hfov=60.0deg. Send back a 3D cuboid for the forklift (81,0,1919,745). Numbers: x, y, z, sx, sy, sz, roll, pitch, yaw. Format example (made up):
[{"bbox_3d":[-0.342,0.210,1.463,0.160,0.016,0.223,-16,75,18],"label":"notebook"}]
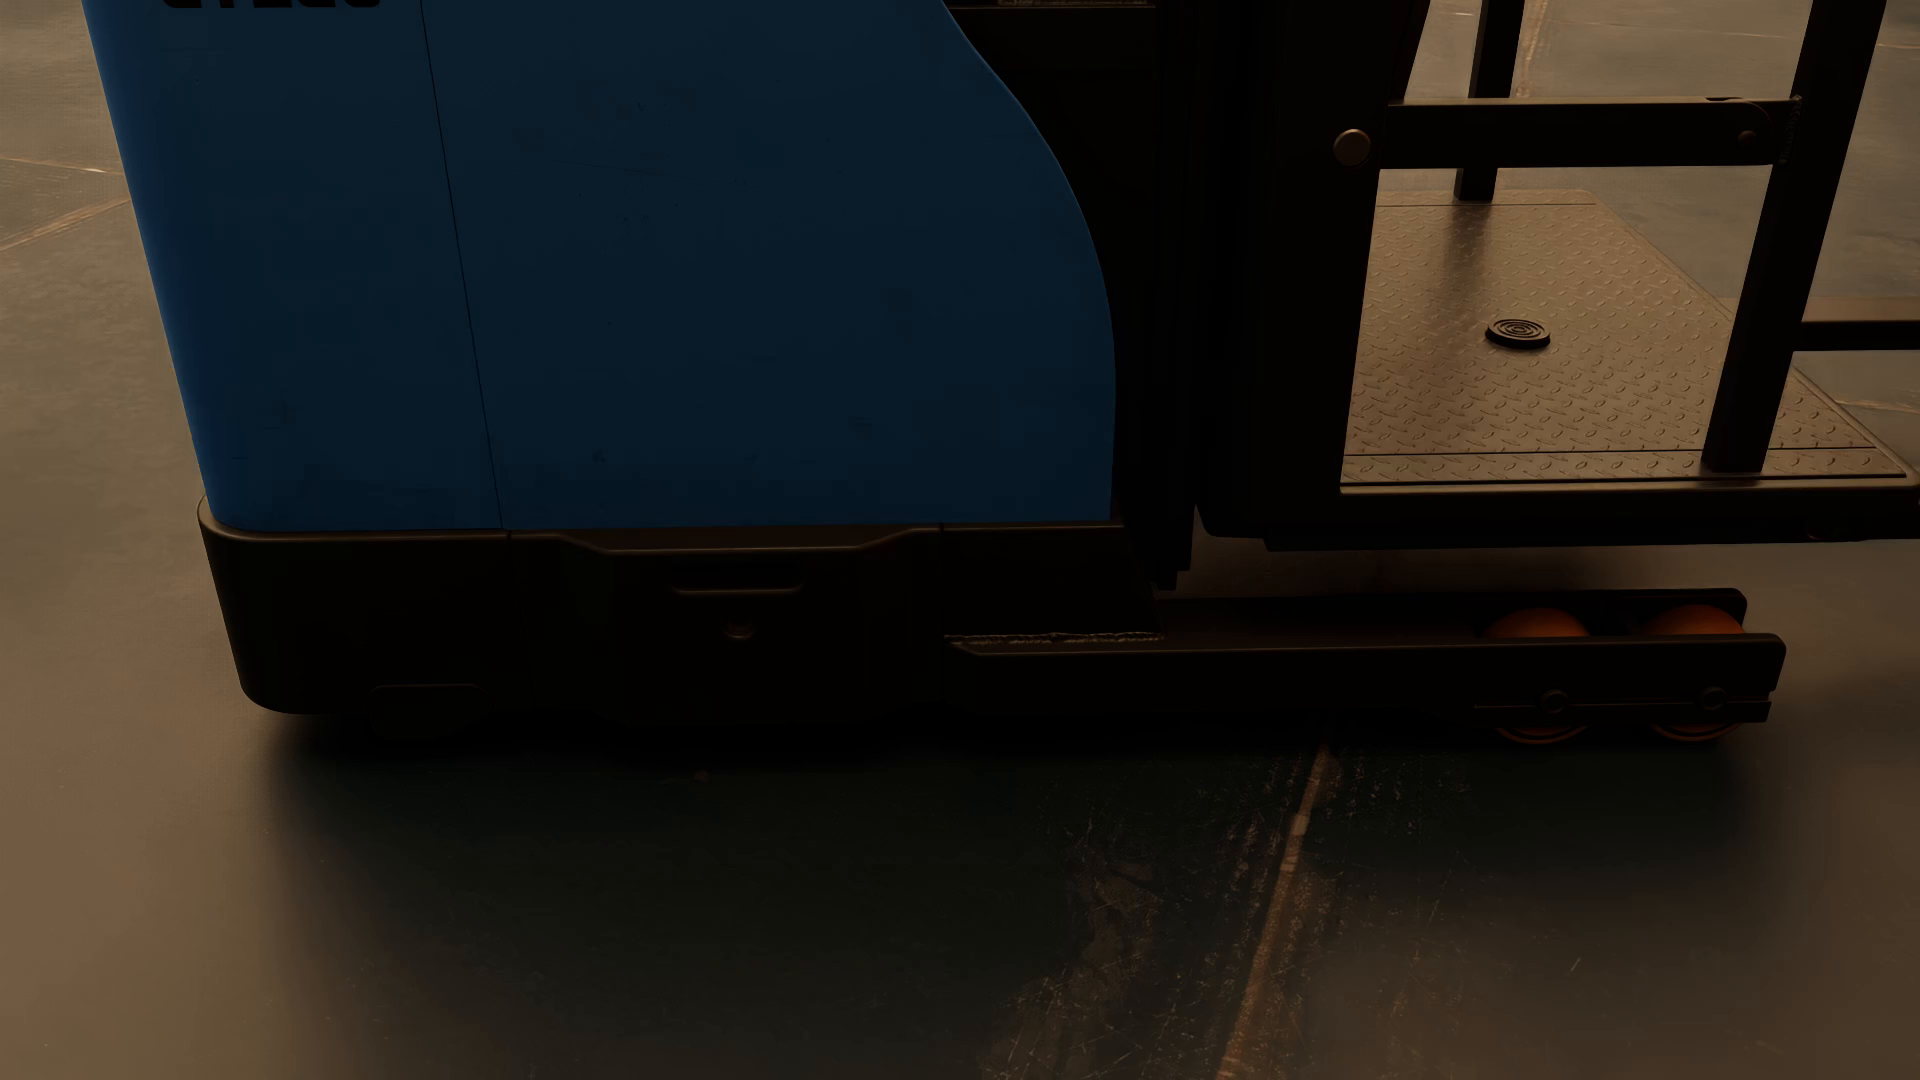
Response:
[{"bbox_3d":[0.608,-1.285,1.795,3.031,2.935,1.130,-1,30,-2],"label":"forklift"}]
